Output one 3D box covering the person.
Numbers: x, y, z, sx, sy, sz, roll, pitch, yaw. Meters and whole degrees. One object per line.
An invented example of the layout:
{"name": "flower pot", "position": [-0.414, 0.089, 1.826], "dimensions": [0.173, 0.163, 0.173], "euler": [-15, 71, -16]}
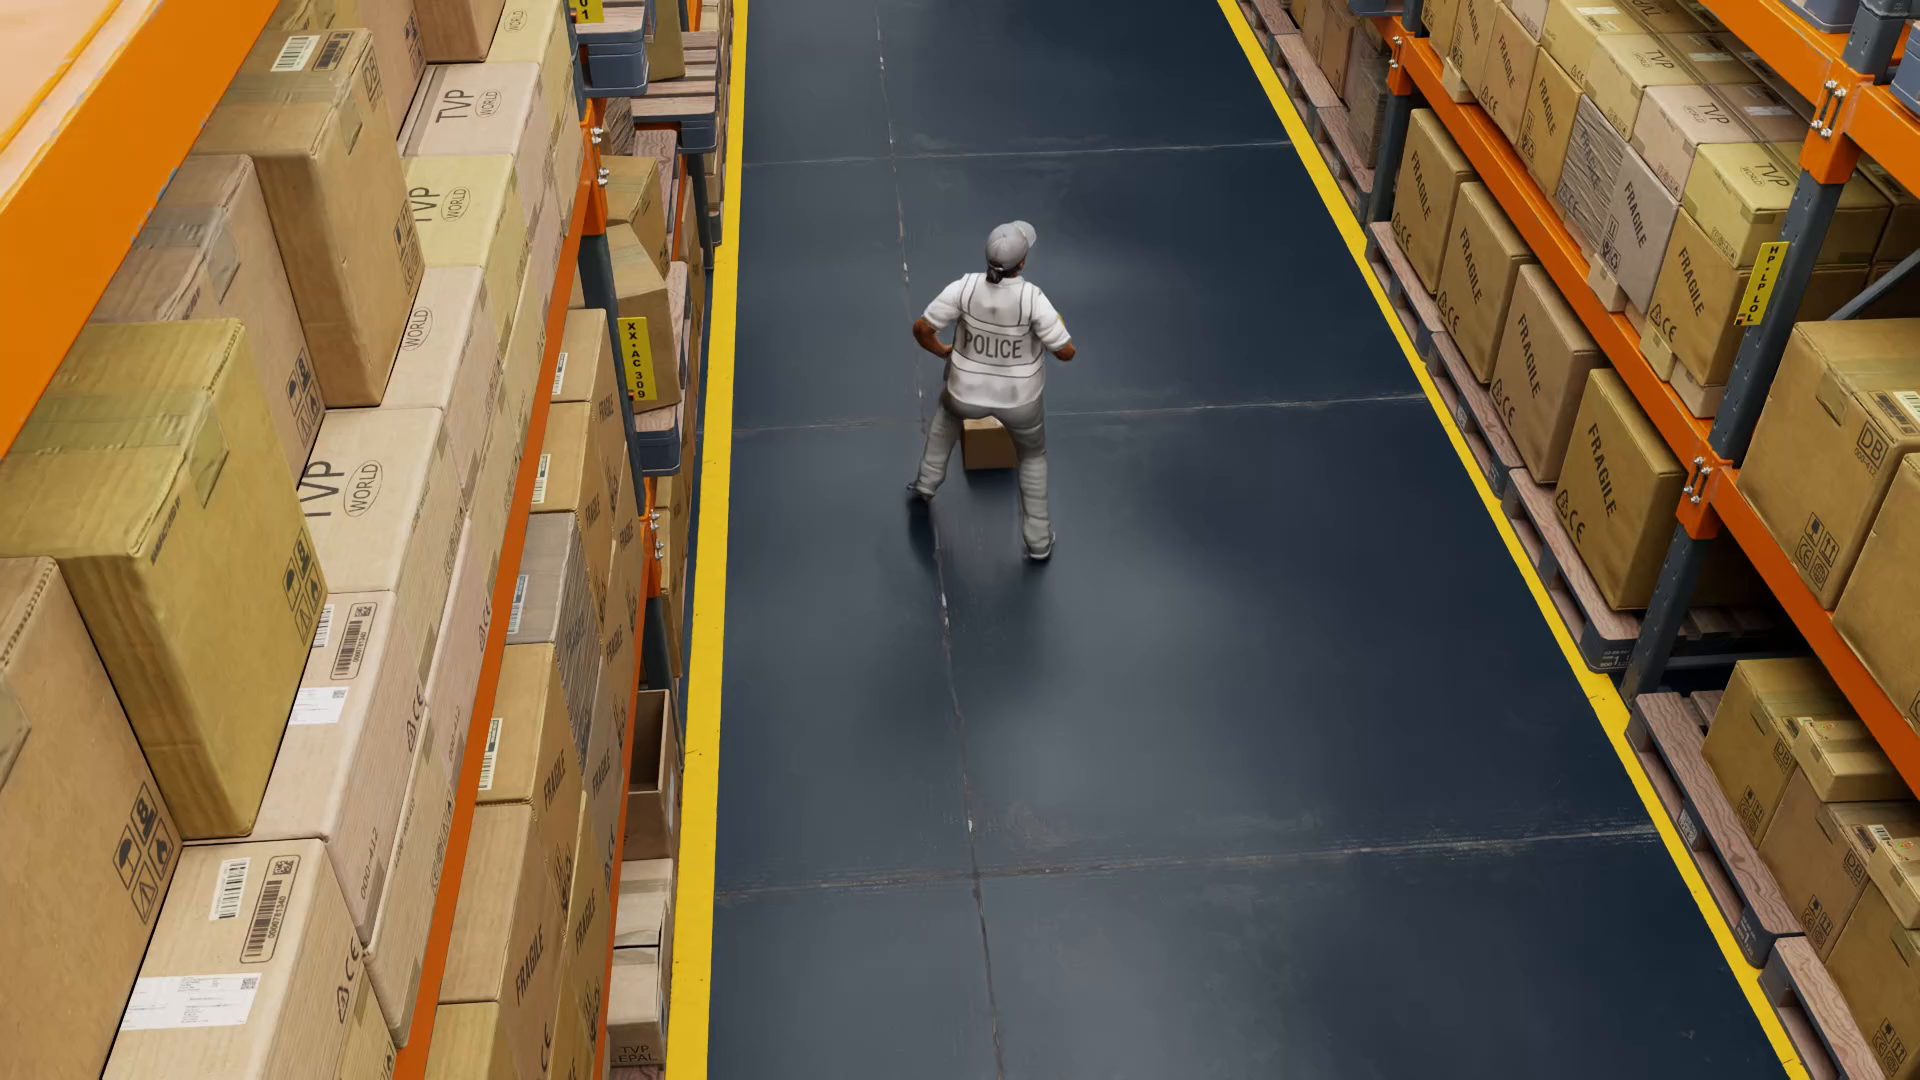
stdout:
{"name": "person", "position": [0.173, -0.793, 7.512], "dimensions": [0.687, 1.558, 0.460], "euler": [3, 39, 3]}
